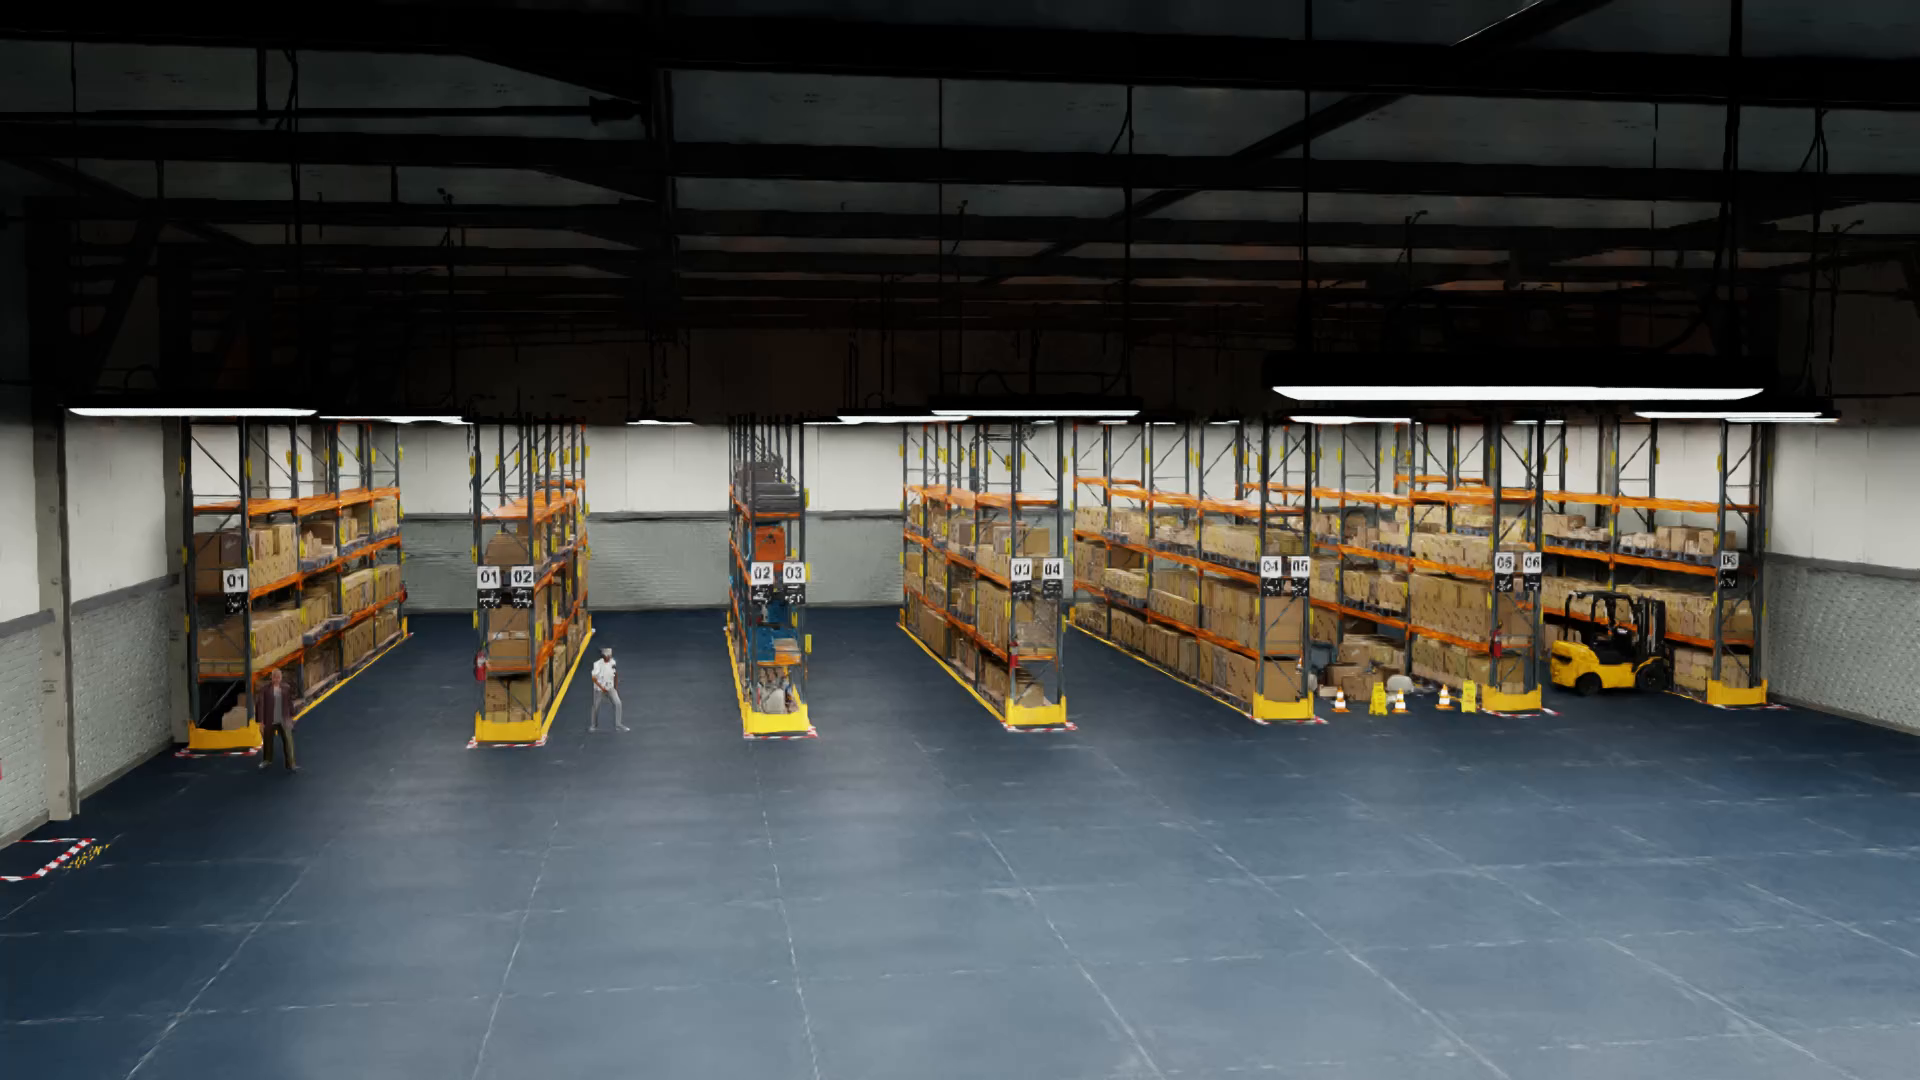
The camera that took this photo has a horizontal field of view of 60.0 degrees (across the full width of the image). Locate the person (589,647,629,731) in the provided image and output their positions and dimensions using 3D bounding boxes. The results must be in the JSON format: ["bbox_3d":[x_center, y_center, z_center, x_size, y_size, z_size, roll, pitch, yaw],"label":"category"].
[{"bbox_3d":[-6.642,2.788,31.222,0.622,1.613,0.782,-2,4,-30],"label":"person"}]

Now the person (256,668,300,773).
[{"bbox_3d":[-11.340,2.984,27.607,0.634,1.735,1.033,-2,5,-32],"label":"person"}]
